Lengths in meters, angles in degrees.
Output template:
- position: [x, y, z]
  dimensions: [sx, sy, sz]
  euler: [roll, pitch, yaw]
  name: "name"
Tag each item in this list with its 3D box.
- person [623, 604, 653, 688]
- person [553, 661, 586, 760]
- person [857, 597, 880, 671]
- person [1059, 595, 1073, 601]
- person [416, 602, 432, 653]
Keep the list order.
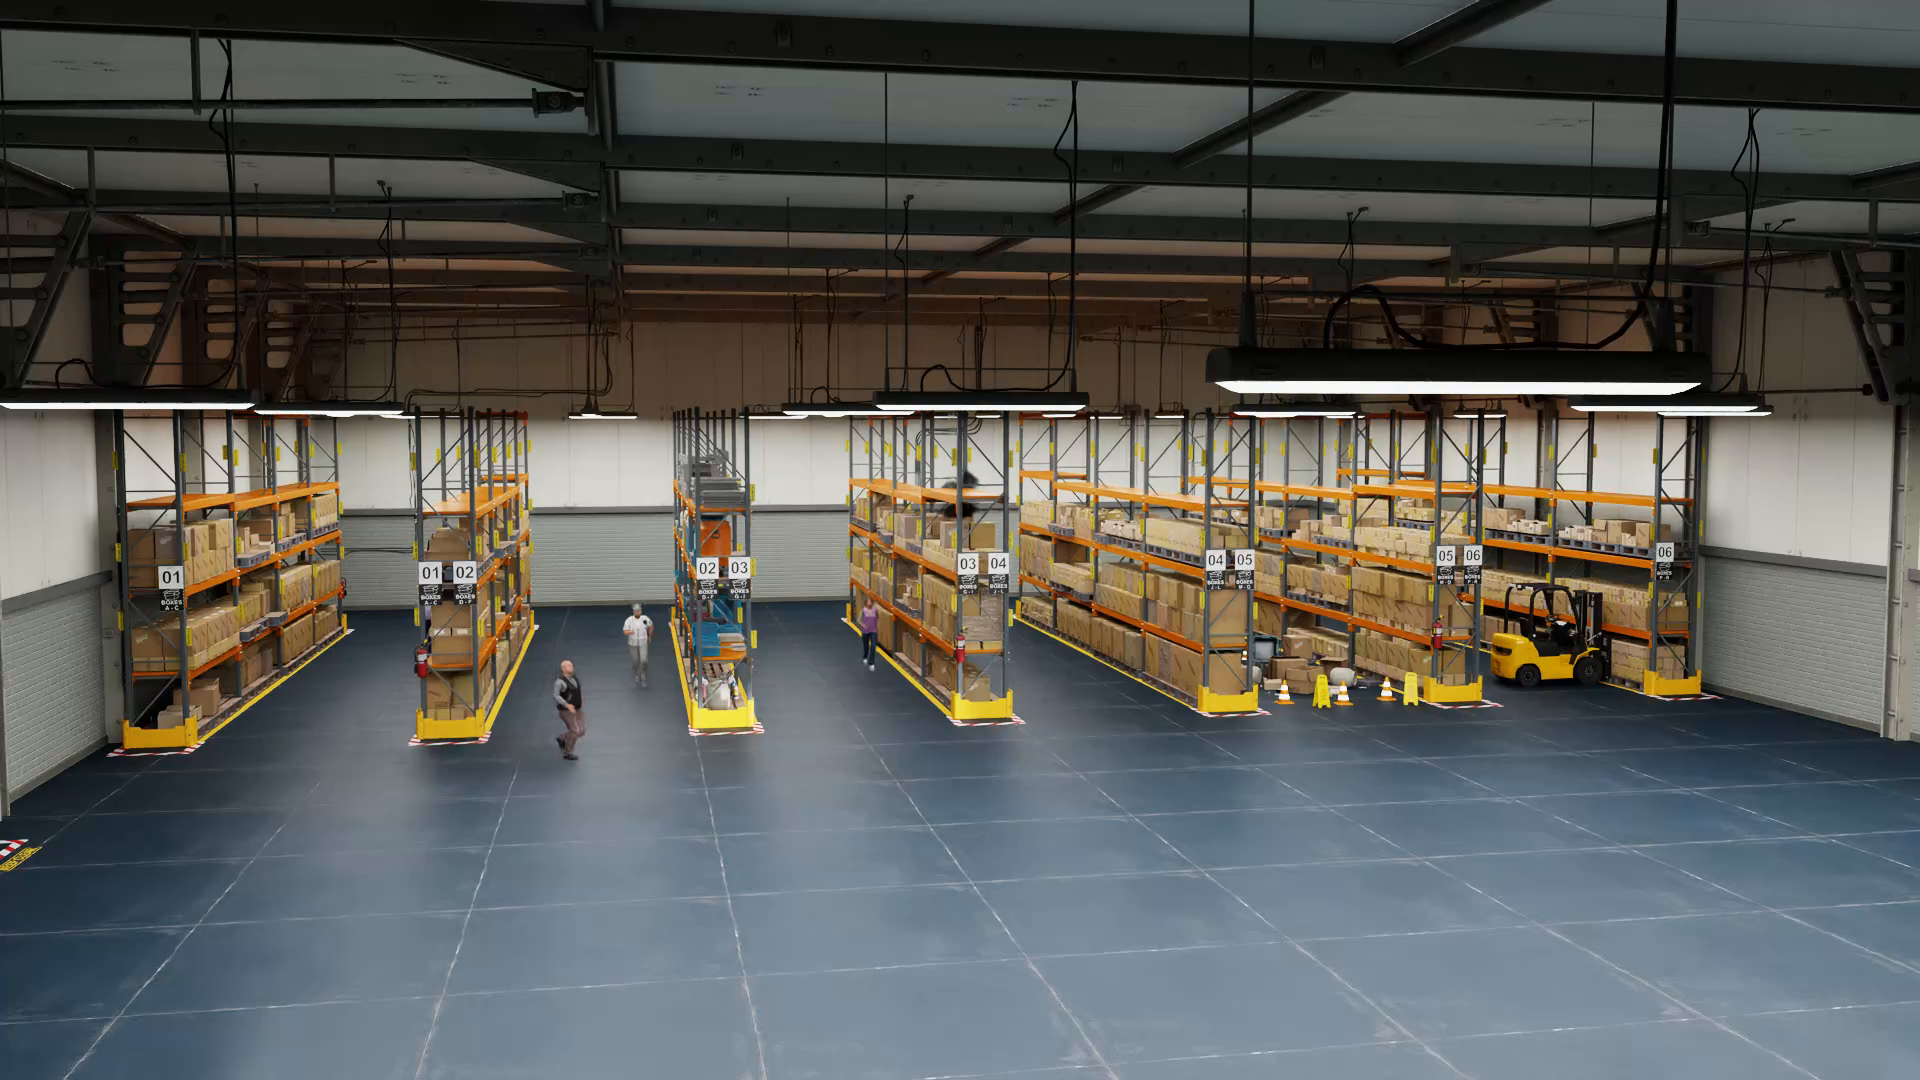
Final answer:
- position: [-6.970, 2.292, 36.024]
  dimensions: [0.640, 1.852, 0.795]
  euler: [-1, 4, -9]
  name: "person"
- position: [-6.650, 2.881, 28.230]
  dimensions: [0.538, 1.689, 0.663]
  euler: [2, 4, 21]
  name: "person"
- position: [-1.988, 2.048, 36.589]
  dimensions: [0.546, 1.591, 0.739]
  euler: [-1, 4, -15]
  name: "person"
- position: [3.221, 1.315, 49.951]
  dimensions: [0.705, 1.709, 0.553]
  euler: [-2, 5, -26]
  name: "person"
- position: [-12.800, 2.066, 40.033]
  dimensions: [0.588, 1.713, 0.774]
  euler: [-1, 4, -19]
  name: "person"
